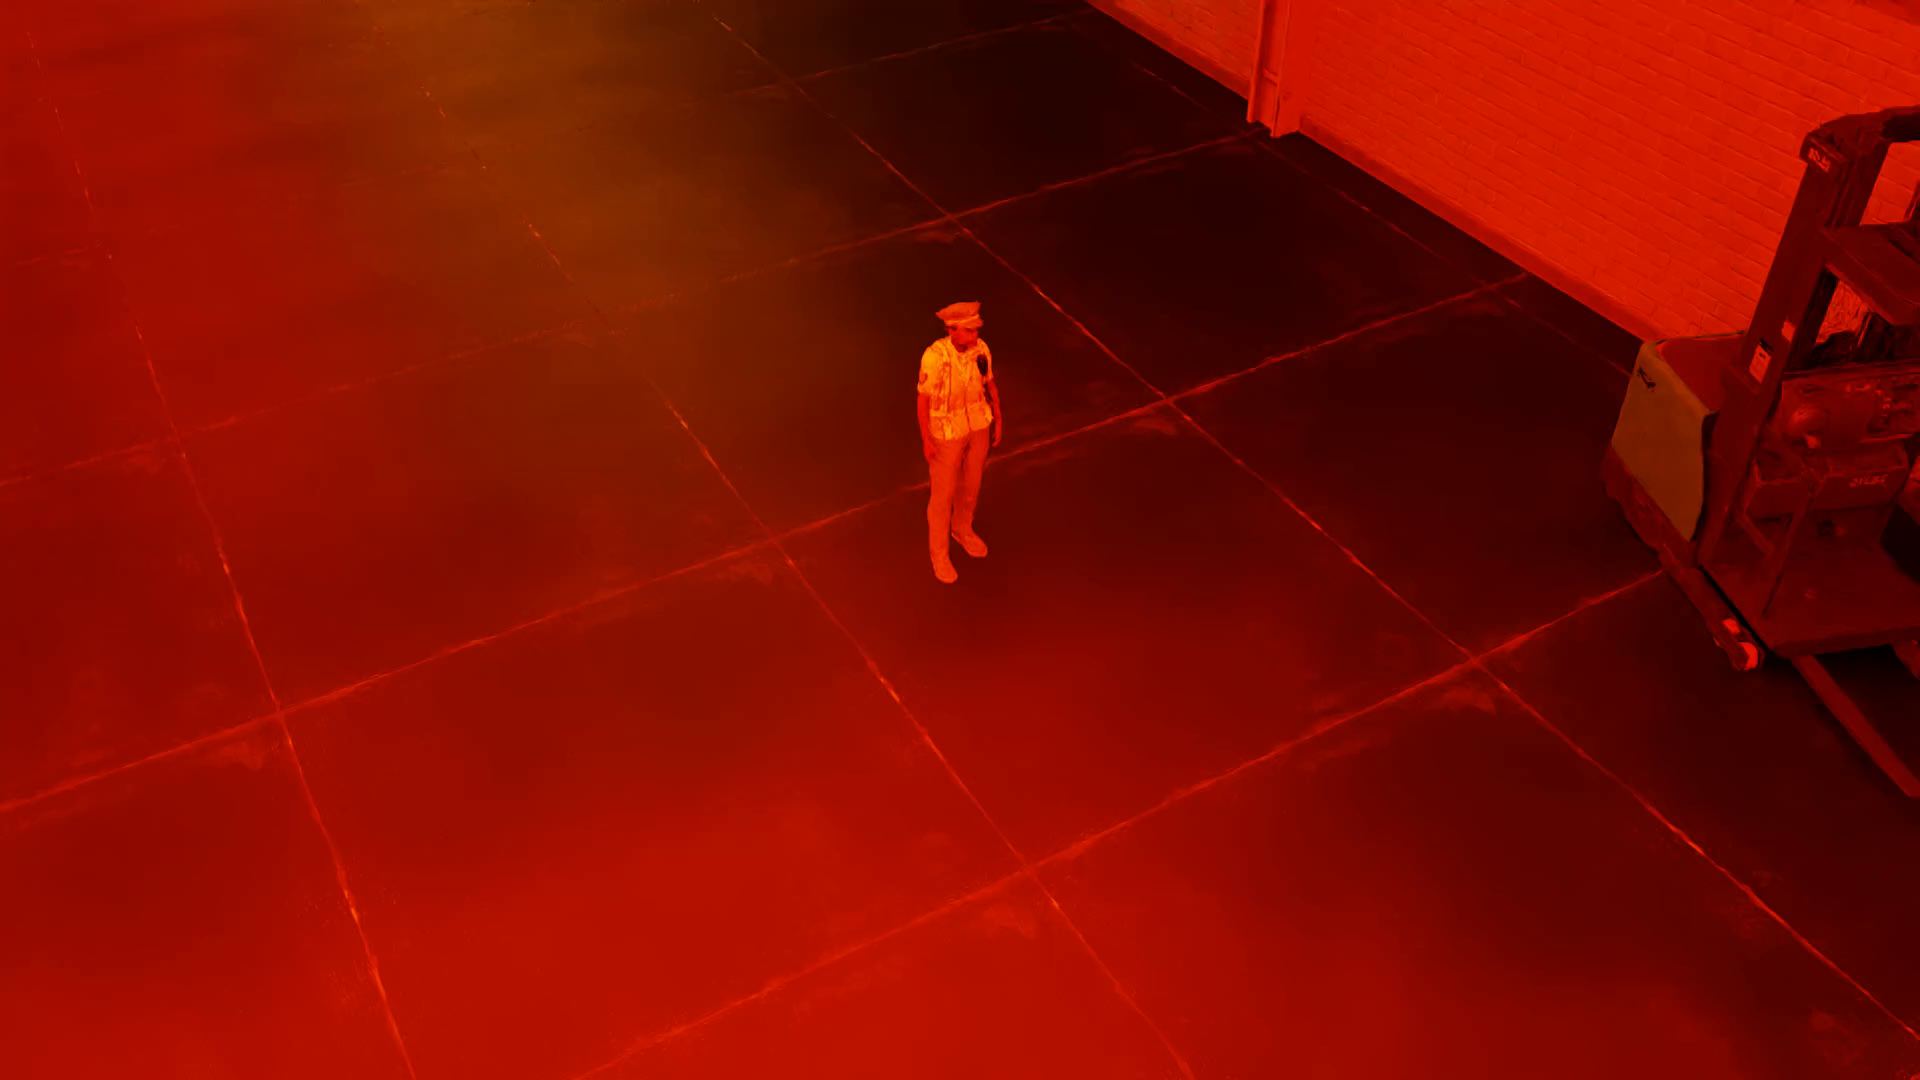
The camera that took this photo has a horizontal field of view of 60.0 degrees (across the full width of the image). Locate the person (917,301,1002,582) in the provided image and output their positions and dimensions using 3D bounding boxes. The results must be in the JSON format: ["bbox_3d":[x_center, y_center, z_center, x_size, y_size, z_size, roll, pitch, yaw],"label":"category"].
[{"bbox_3d":[0.021,-0.610,9.729,0.570,1.695,0.529,-20,44,-23],"label":"person"}]

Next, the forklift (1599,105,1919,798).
[{"bbox_3d":[4.883,-0.643,8.811,1.130,2.935,3.031,-7,40,-8],"label":"forklift"}]
